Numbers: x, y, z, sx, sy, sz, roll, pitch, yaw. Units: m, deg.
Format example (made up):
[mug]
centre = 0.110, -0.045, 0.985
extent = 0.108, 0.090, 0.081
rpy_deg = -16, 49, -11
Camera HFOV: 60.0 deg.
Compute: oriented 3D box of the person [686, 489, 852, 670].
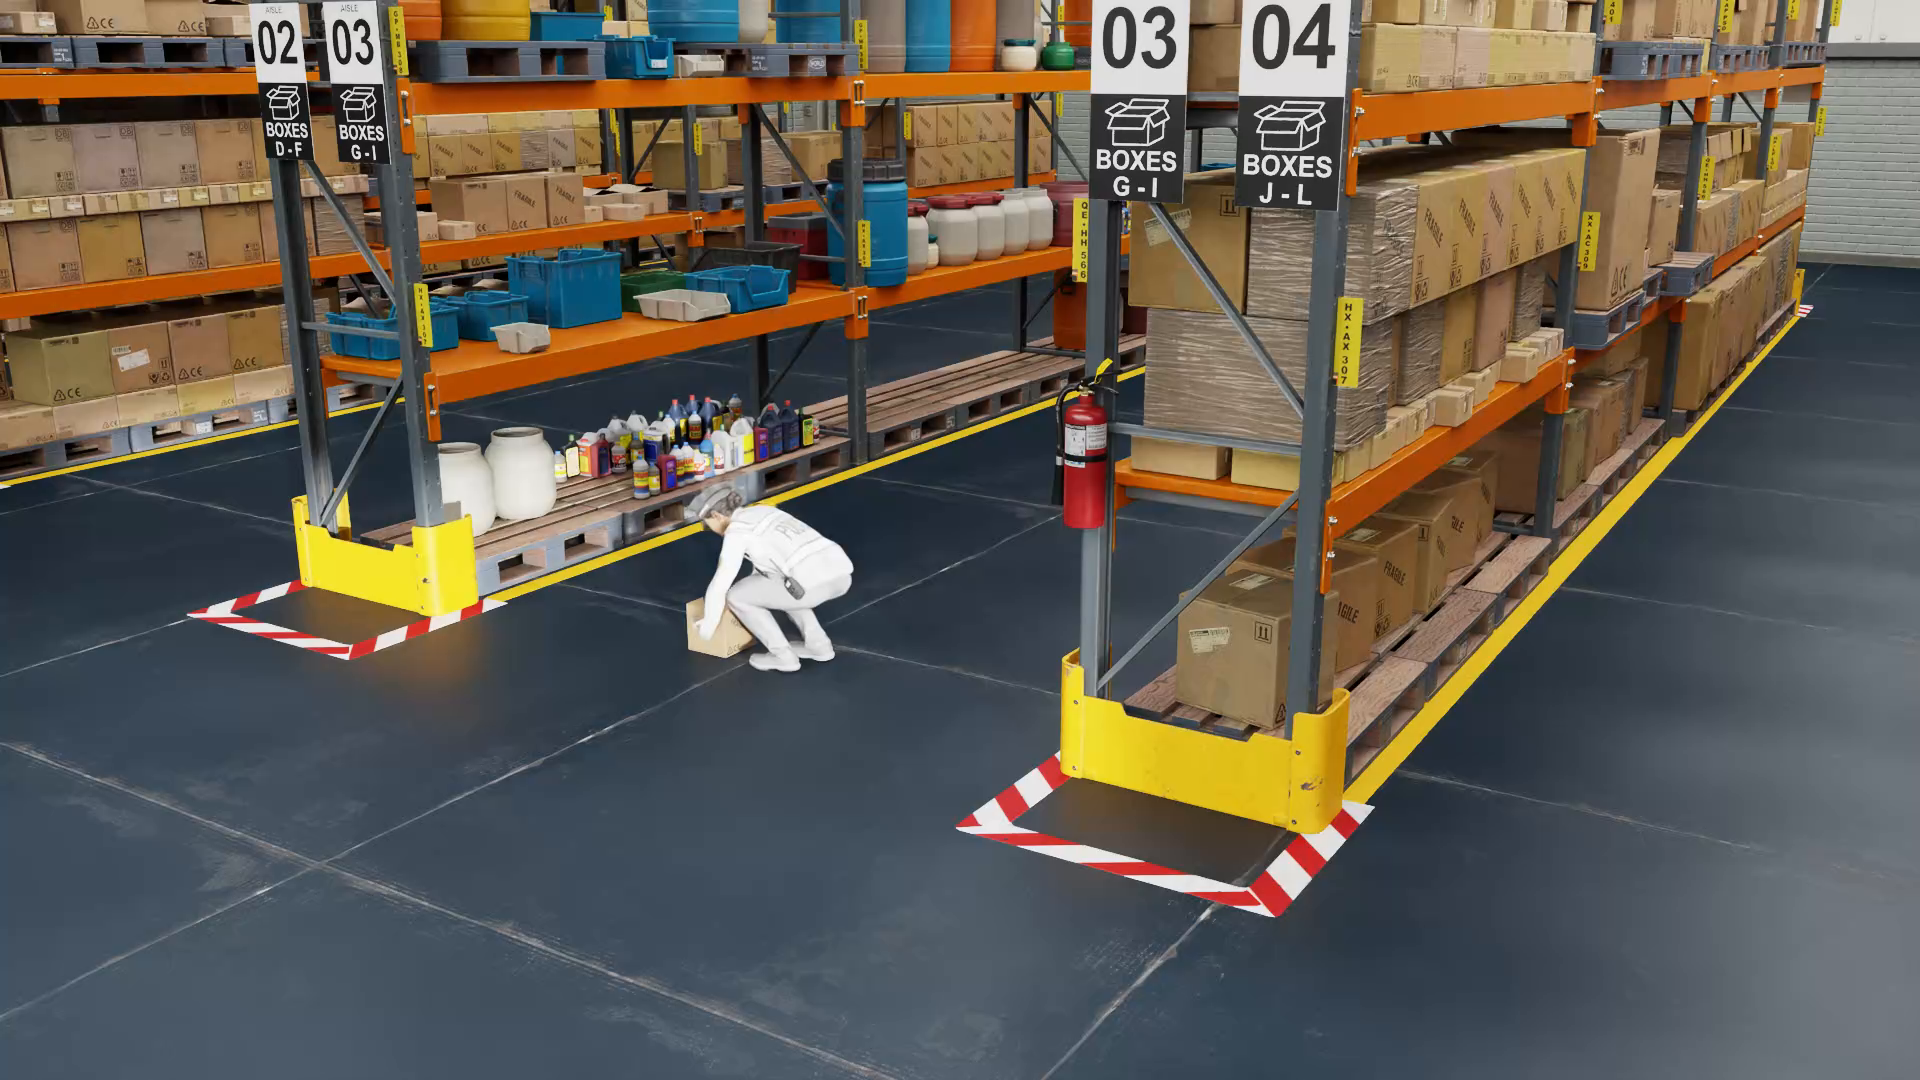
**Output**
[person]
centre = -0.958, 0.192, 8.317
extent = 0.856, 0.867, 0.483
rpy_deg = 10, 19, 30
